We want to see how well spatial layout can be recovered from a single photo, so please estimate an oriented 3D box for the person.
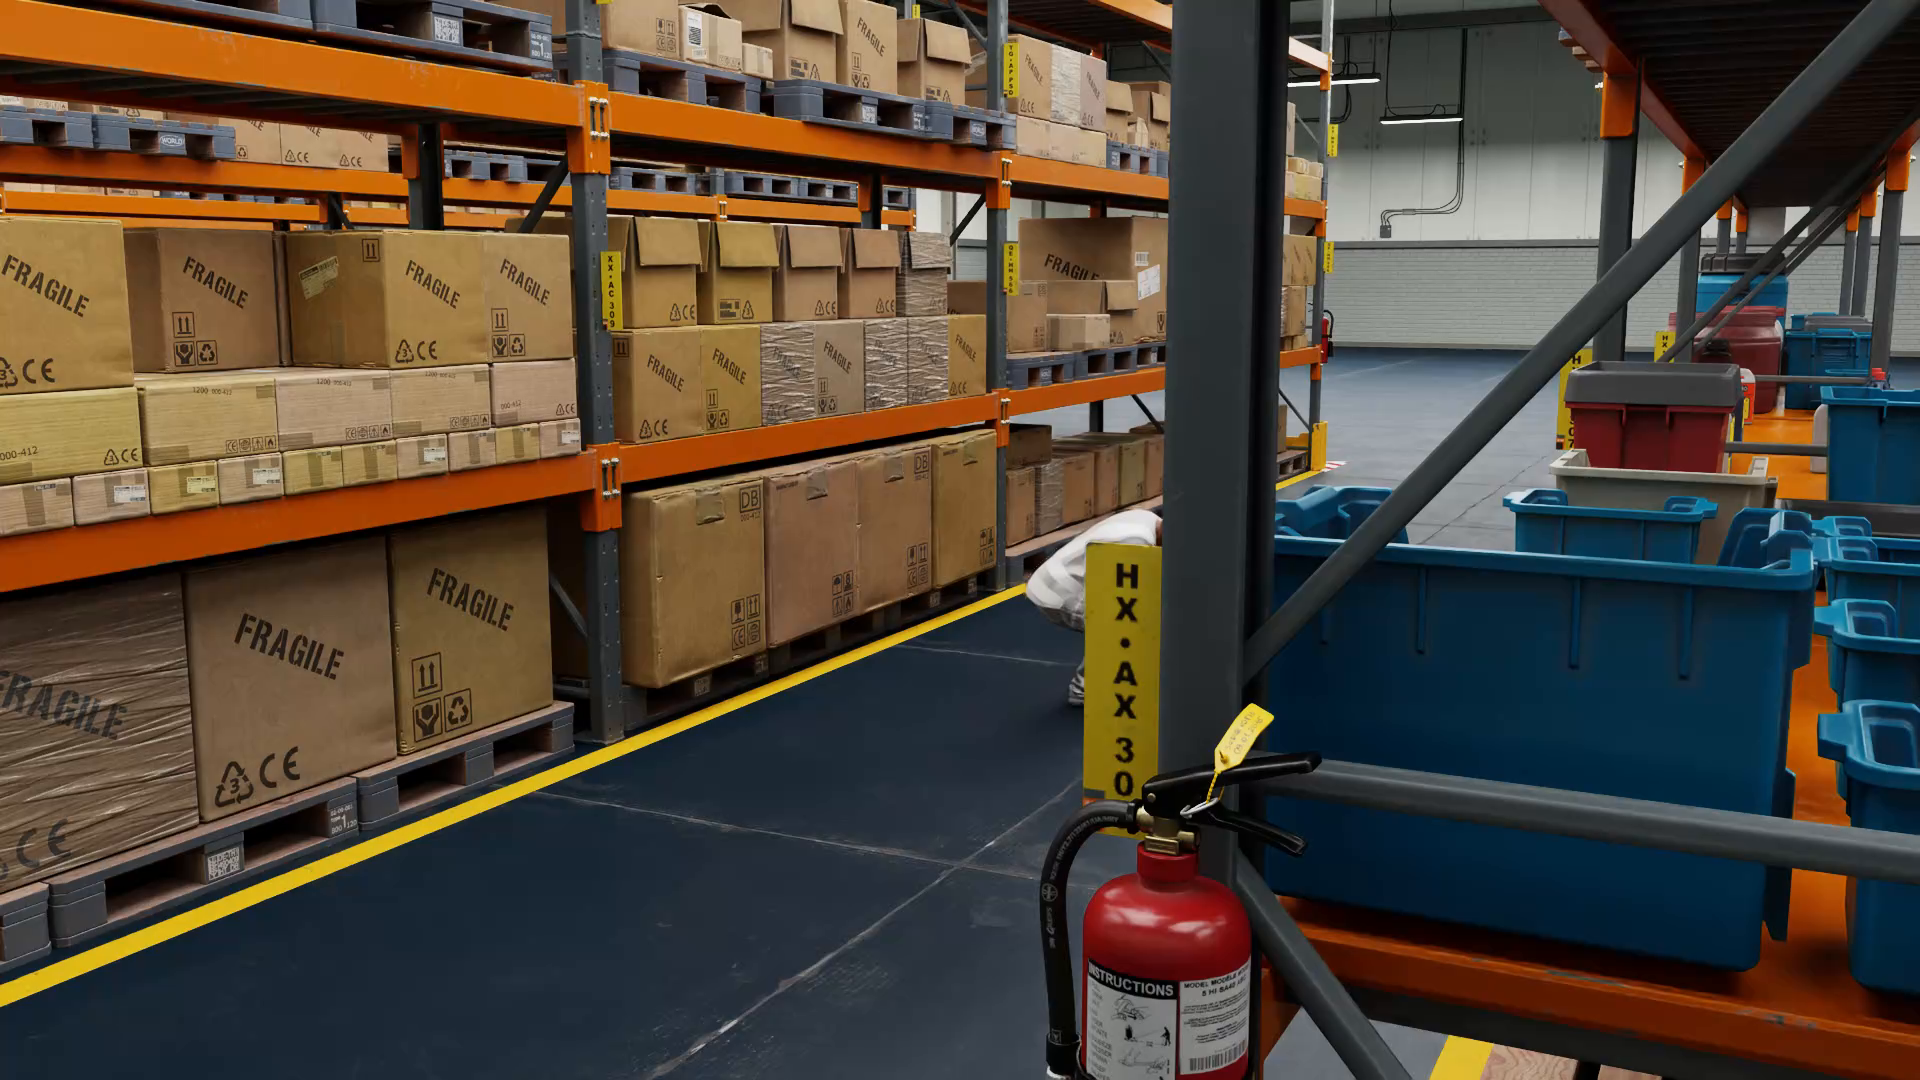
[{"bbox_3d":[0.791,0.280,7.983,0.909,1.023,0.570,4,10,26],"label":"person"}]
